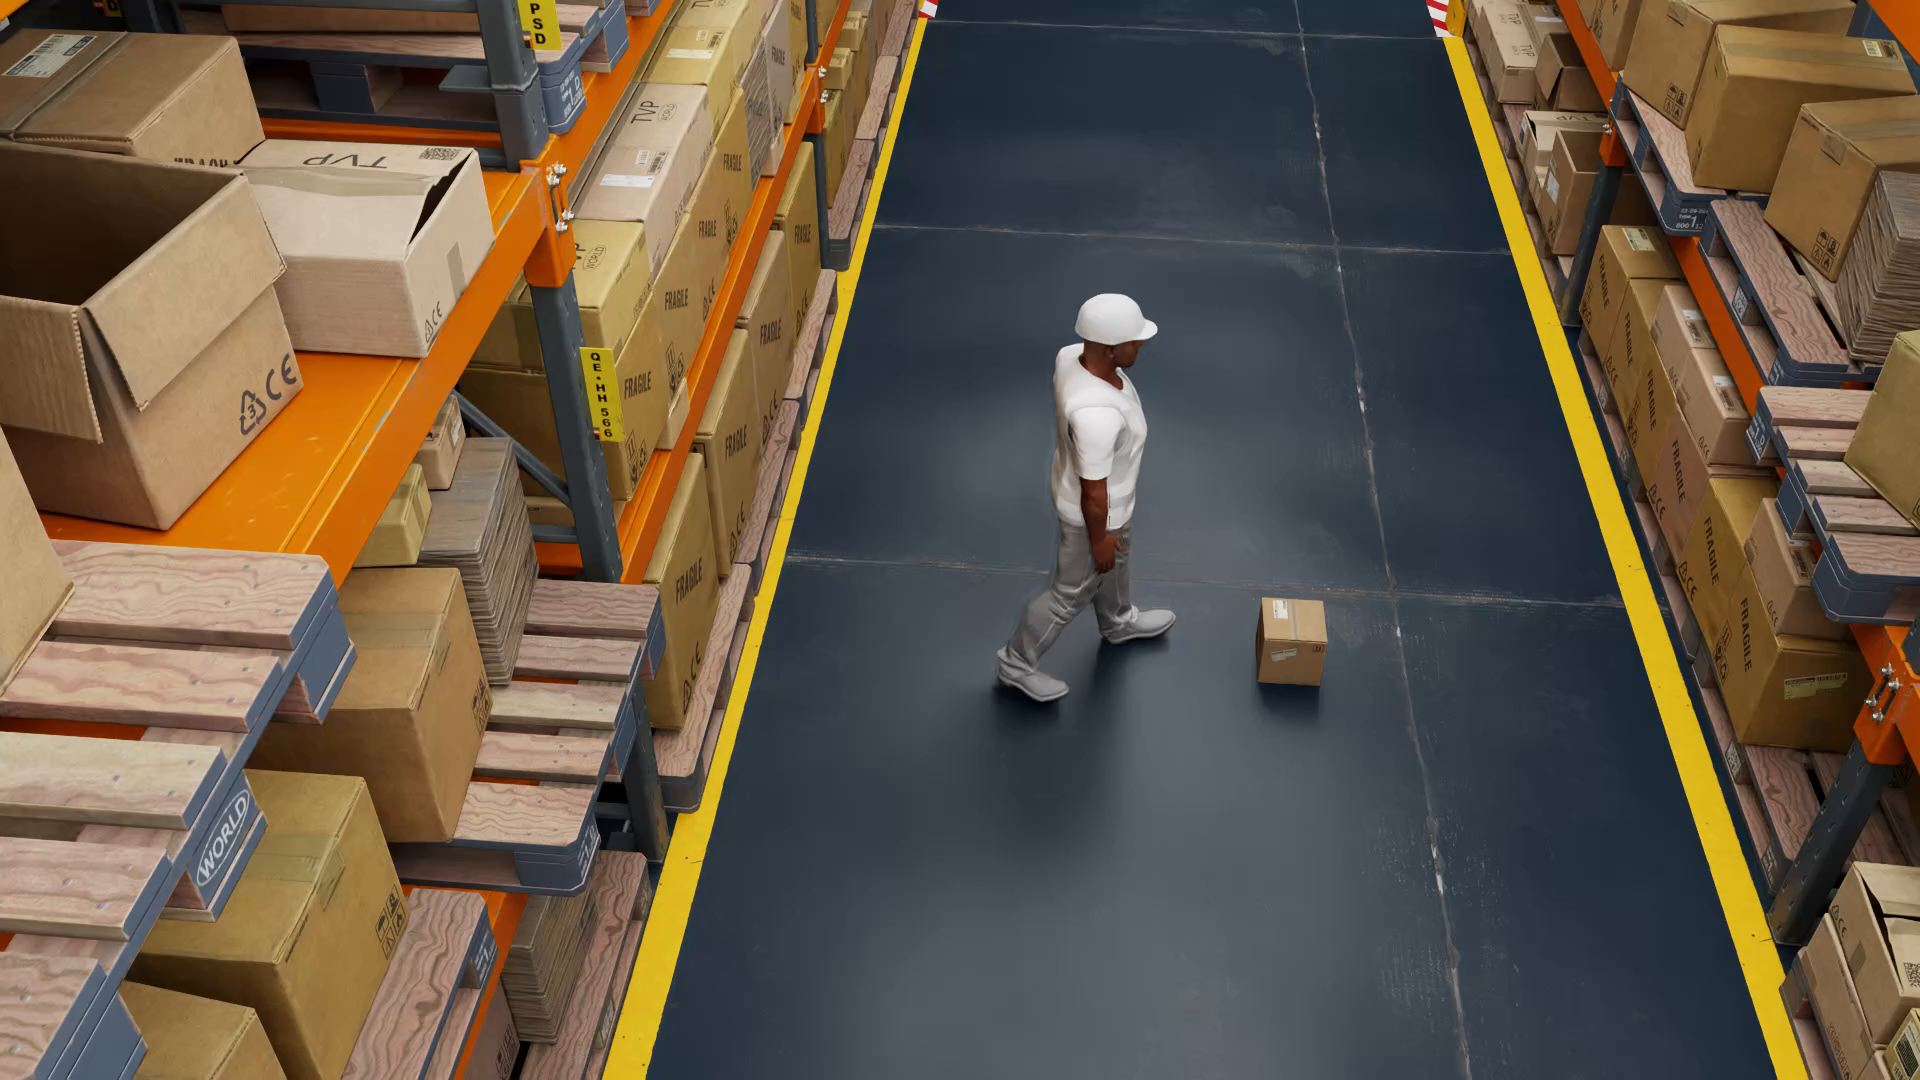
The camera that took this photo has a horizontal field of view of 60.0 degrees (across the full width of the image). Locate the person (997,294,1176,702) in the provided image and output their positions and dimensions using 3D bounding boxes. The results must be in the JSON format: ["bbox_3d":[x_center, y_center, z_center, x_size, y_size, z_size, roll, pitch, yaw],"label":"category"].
[{"bbox_3d":[0.529,-0.160,6.334,0.767,1.767,0.592,-1,40,-1],"label":"person"}]
